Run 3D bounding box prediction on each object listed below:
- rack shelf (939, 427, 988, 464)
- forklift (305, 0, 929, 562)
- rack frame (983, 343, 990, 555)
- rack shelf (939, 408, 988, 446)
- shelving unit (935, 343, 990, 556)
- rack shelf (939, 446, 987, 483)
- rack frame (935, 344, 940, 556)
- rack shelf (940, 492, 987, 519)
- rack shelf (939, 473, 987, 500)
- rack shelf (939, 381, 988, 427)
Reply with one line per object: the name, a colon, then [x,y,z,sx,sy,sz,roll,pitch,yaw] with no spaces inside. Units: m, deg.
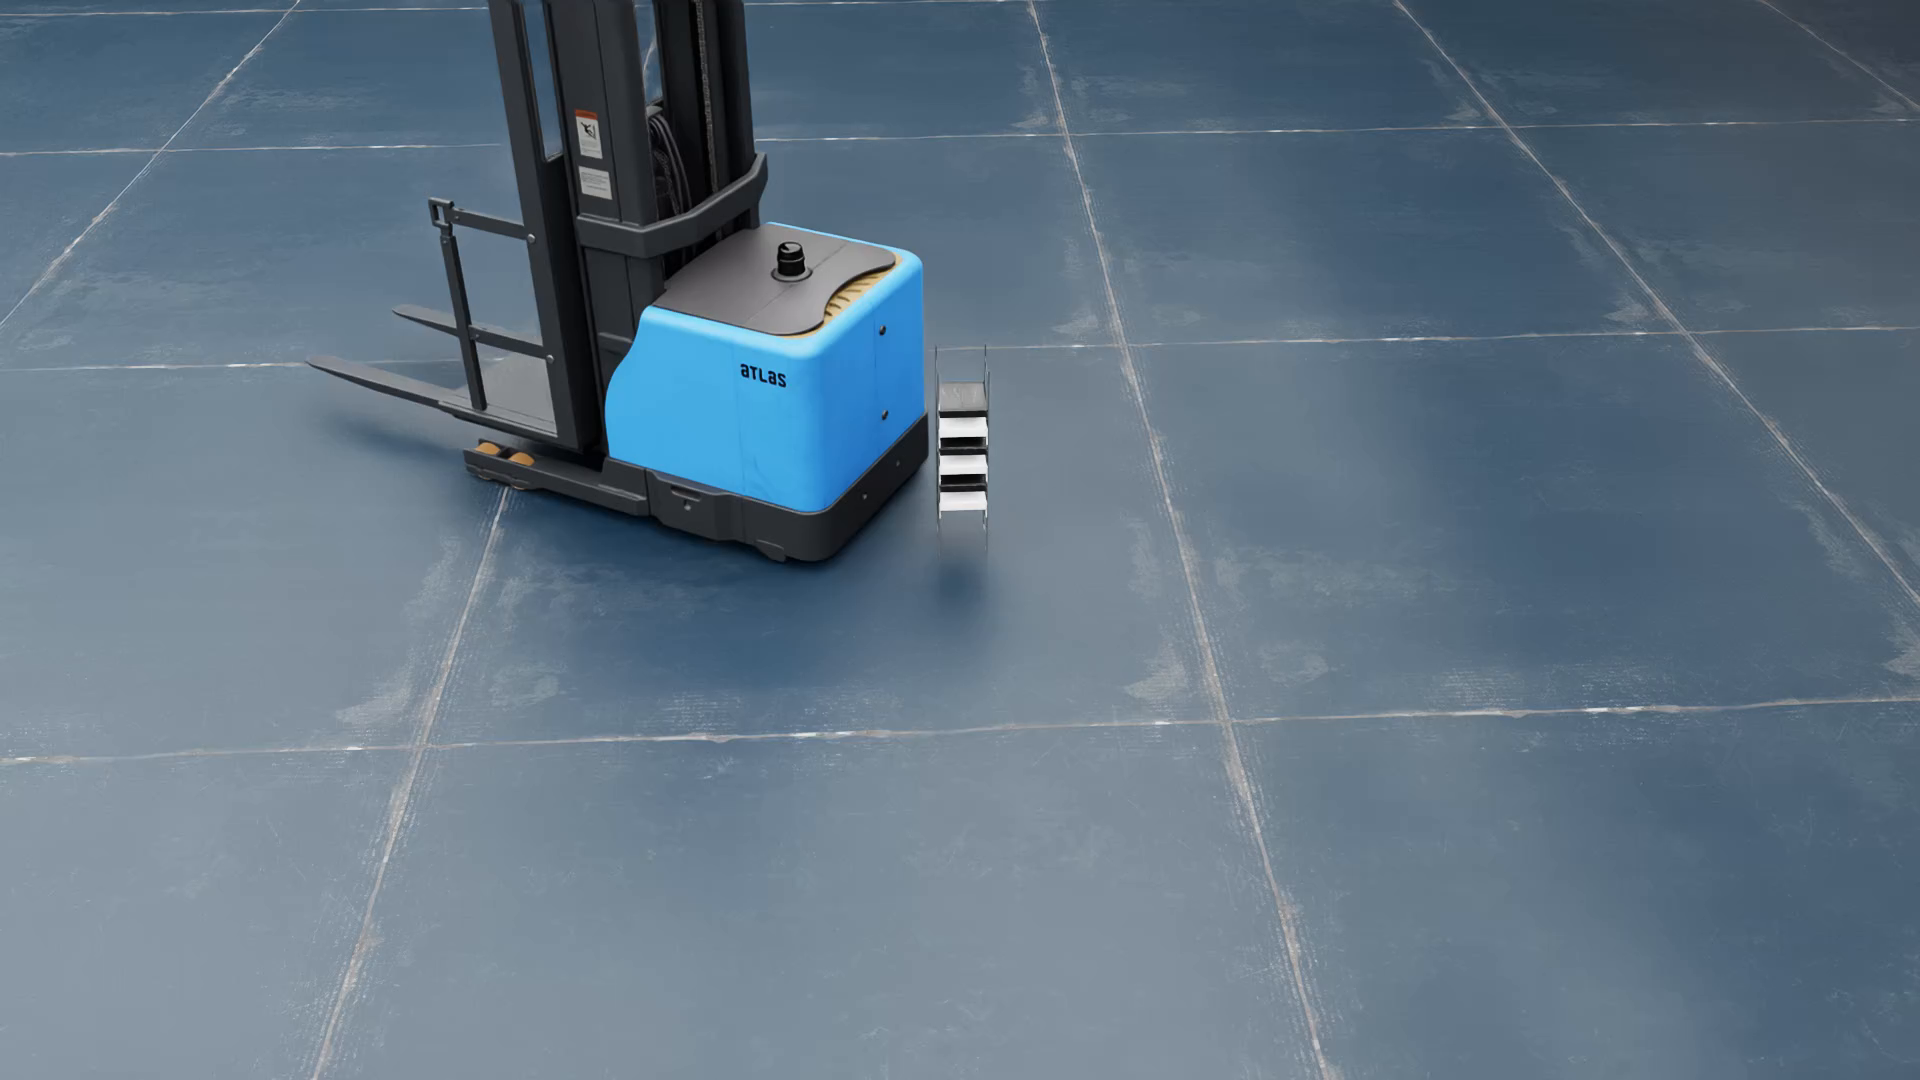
rack shelf: [0.008,-0.417,6.962,0.200,0.077,0.258,-2,35,-2]
forklift: [-1.699,-1.685,7.110,3.031,2.935,1.130,16,38,21]
rack frame: [0.110,-0.373,6.998,0.006,0.900,0.240,-2,35,-2]
rack shelf: [0.008,-0.491,6.911,0.200,0.077,0.258,-2,35,-2]
shelving unit: [0.008,-0.370,6.994,0.210,0.900,0.258,-2,35,-2]
rack shelf: [0.008,-0.343,7.013,0.200,0.077,0.258,-2,35,-2]
rack frame: [-0.093,-0.367,6.990,0.006,0.900,0.240,-2,35,-2]
rack shelf: [0.008,-0.195,7.116,0.200,0.077,0.258,-2,35,-2]
rack shelf: [0.008,-0.269,7.064,0.200,0.077,0.258,-2,35,-2]
rack shelf: [0.008,-0.565,6.860,0.200,0.077,0.258,-2,35,-2]
